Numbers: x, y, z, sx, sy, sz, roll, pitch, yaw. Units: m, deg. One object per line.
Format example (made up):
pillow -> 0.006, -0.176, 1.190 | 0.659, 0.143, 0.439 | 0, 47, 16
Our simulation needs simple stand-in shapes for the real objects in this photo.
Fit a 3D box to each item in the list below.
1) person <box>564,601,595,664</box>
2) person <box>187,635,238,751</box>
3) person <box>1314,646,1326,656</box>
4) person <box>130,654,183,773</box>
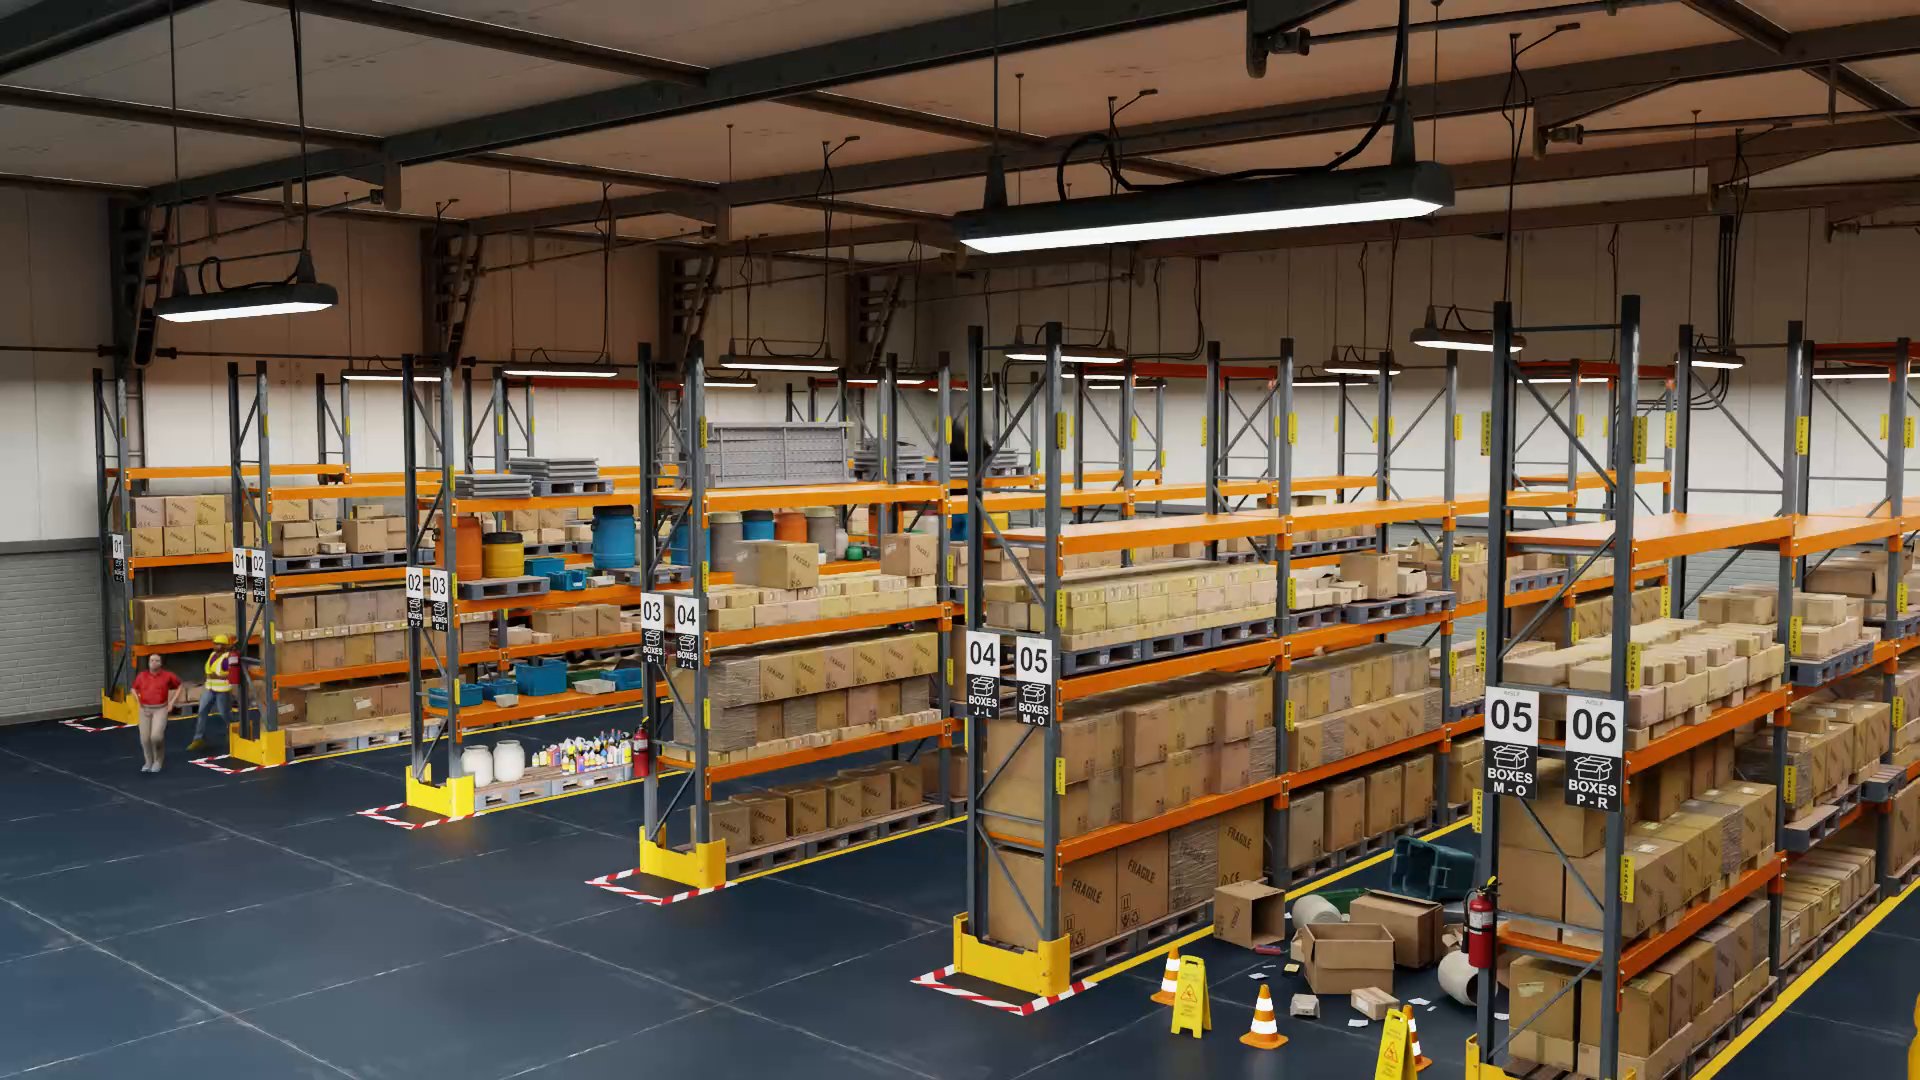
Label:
person -> -7.420, 1.889, 32.557 | 0.669, 1.846, 0.828 | 3, 5, 31
person -> -11.585, 2.352, 25.990 | 0.703, 1.762, 0.936 | 2, 5, 22
person -> 5.559, 2.408, 25.811 | 0.574, 1.674, 0.950 | 3, 5, 35
person -> -11.750, 2.536, 24.239 | 0.675, 1.735, 0.592 | -1, 4, -8
